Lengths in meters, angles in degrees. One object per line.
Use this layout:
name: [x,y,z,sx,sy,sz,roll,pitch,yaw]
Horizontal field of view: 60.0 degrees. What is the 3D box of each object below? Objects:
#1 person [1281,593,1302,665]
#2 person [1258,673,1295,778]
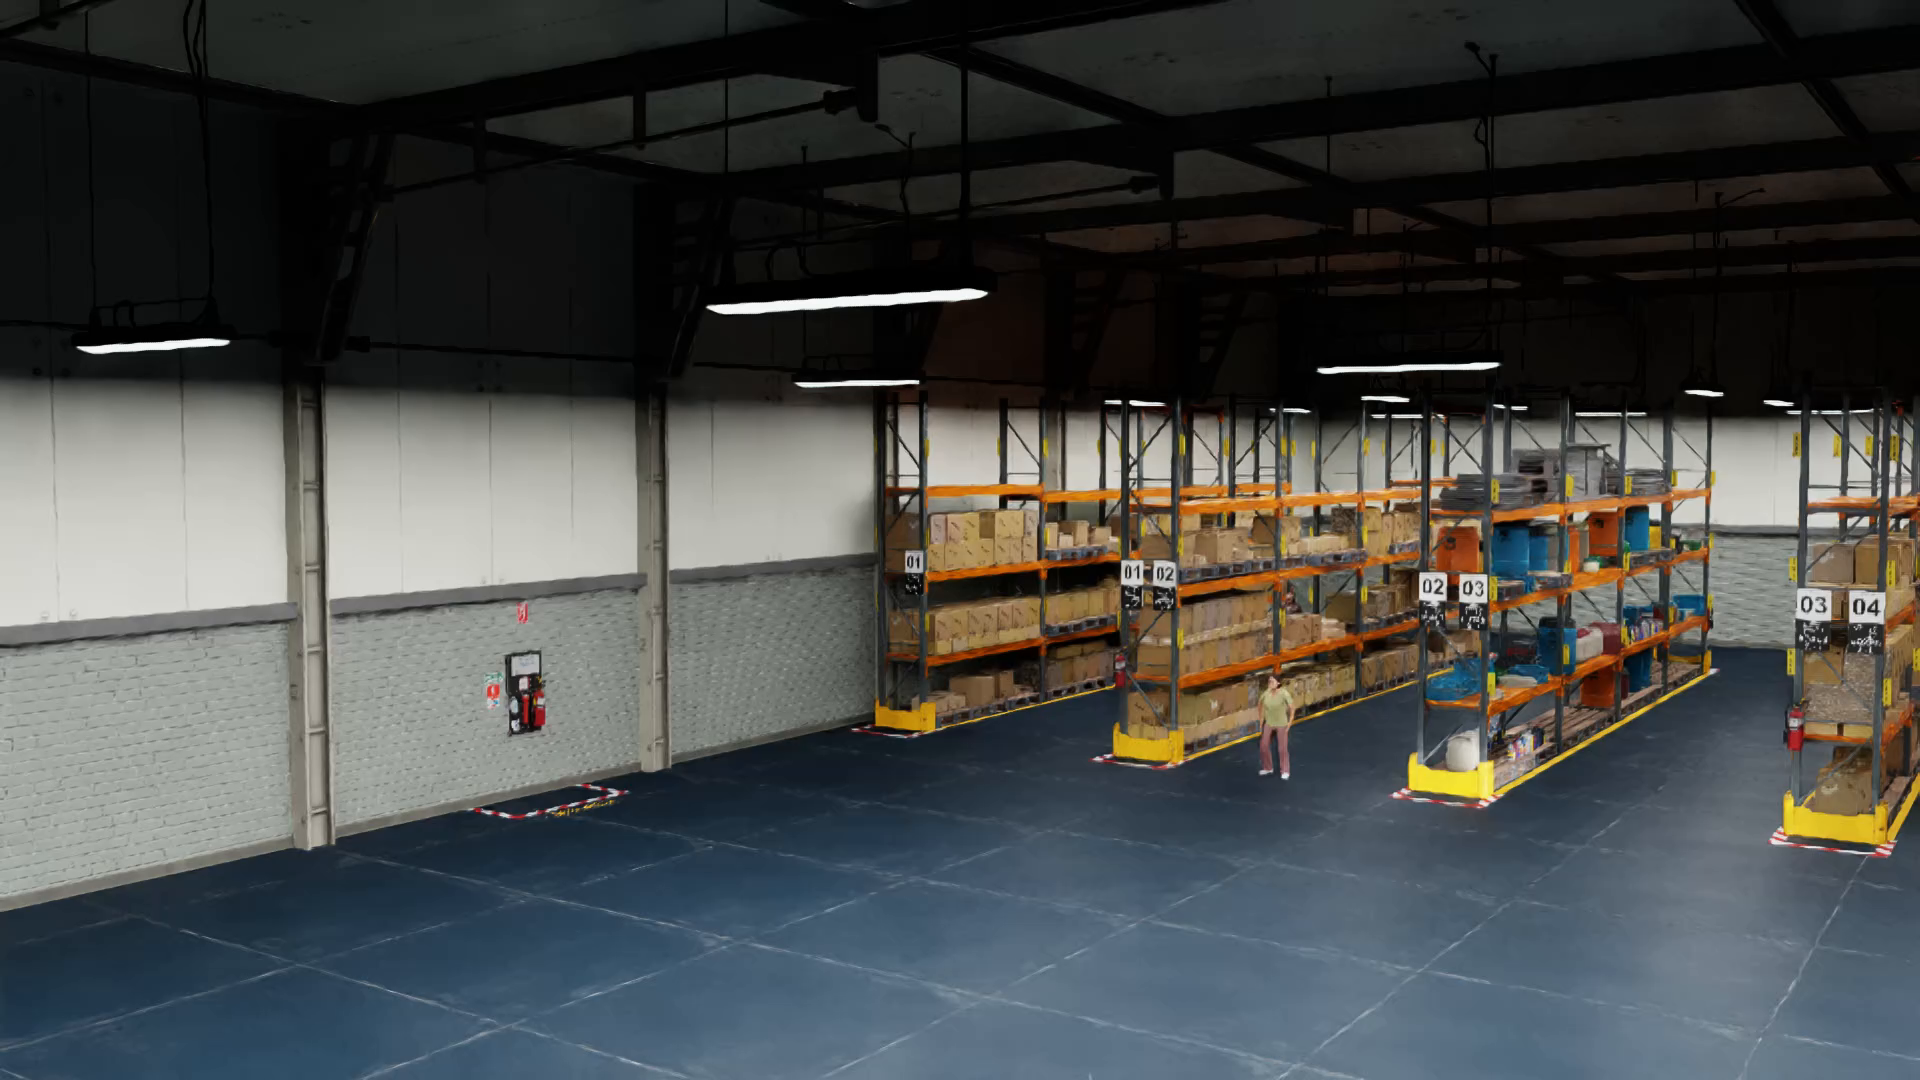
person: [7.490,2.039,37.772,0.598,1.698,1.193,2,4,36]
person: [4.784,2.802,25.172,0.598,1.619,0.507,2,4,32]
